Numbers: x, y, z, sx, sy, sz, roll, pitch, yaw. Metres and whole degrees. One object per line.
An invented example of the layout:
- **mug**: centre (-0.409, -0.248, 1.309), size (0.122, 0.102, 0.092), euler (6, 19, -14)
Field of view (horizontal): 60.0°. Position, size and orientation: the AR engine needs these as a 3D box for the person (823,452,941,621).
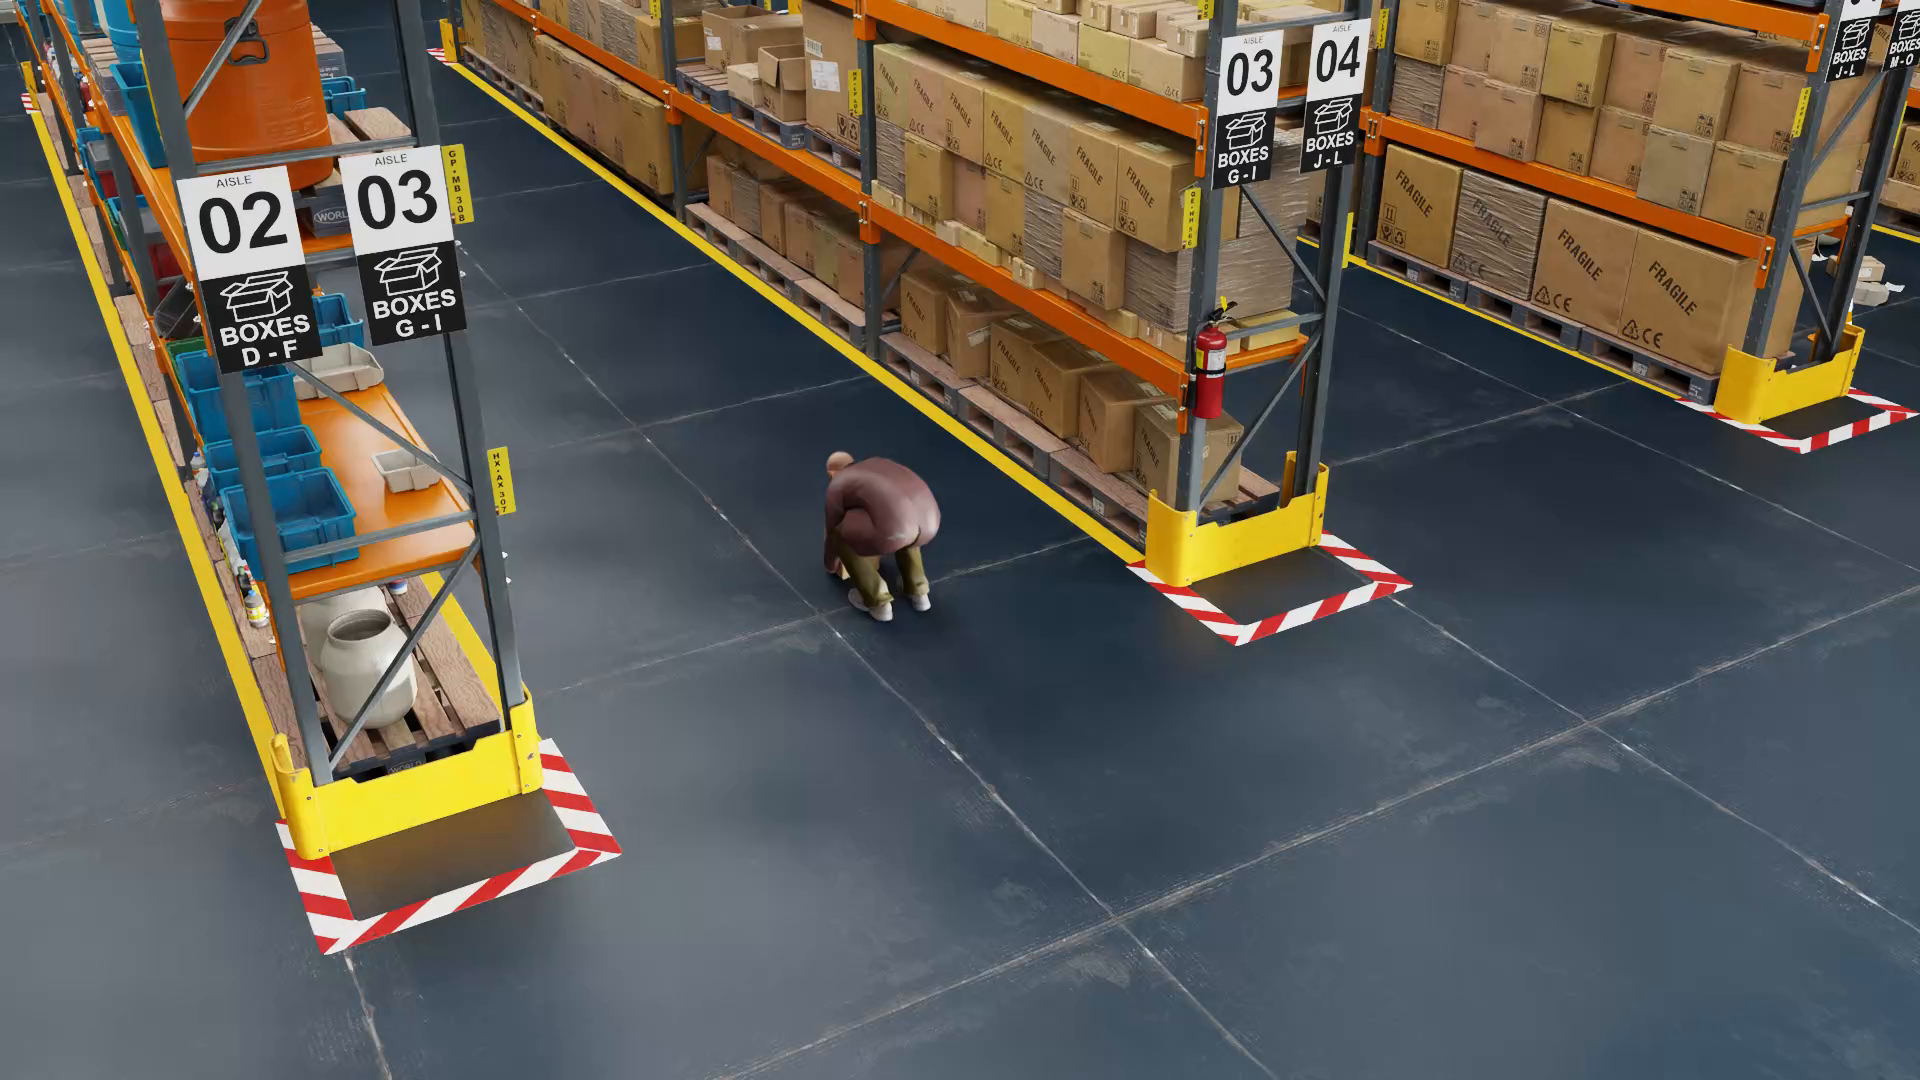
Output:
- **person**: centre (-0.483, -0.058, 9.675), size (0.589, 0.873, 0.955), euler (-17, 33, -28)
